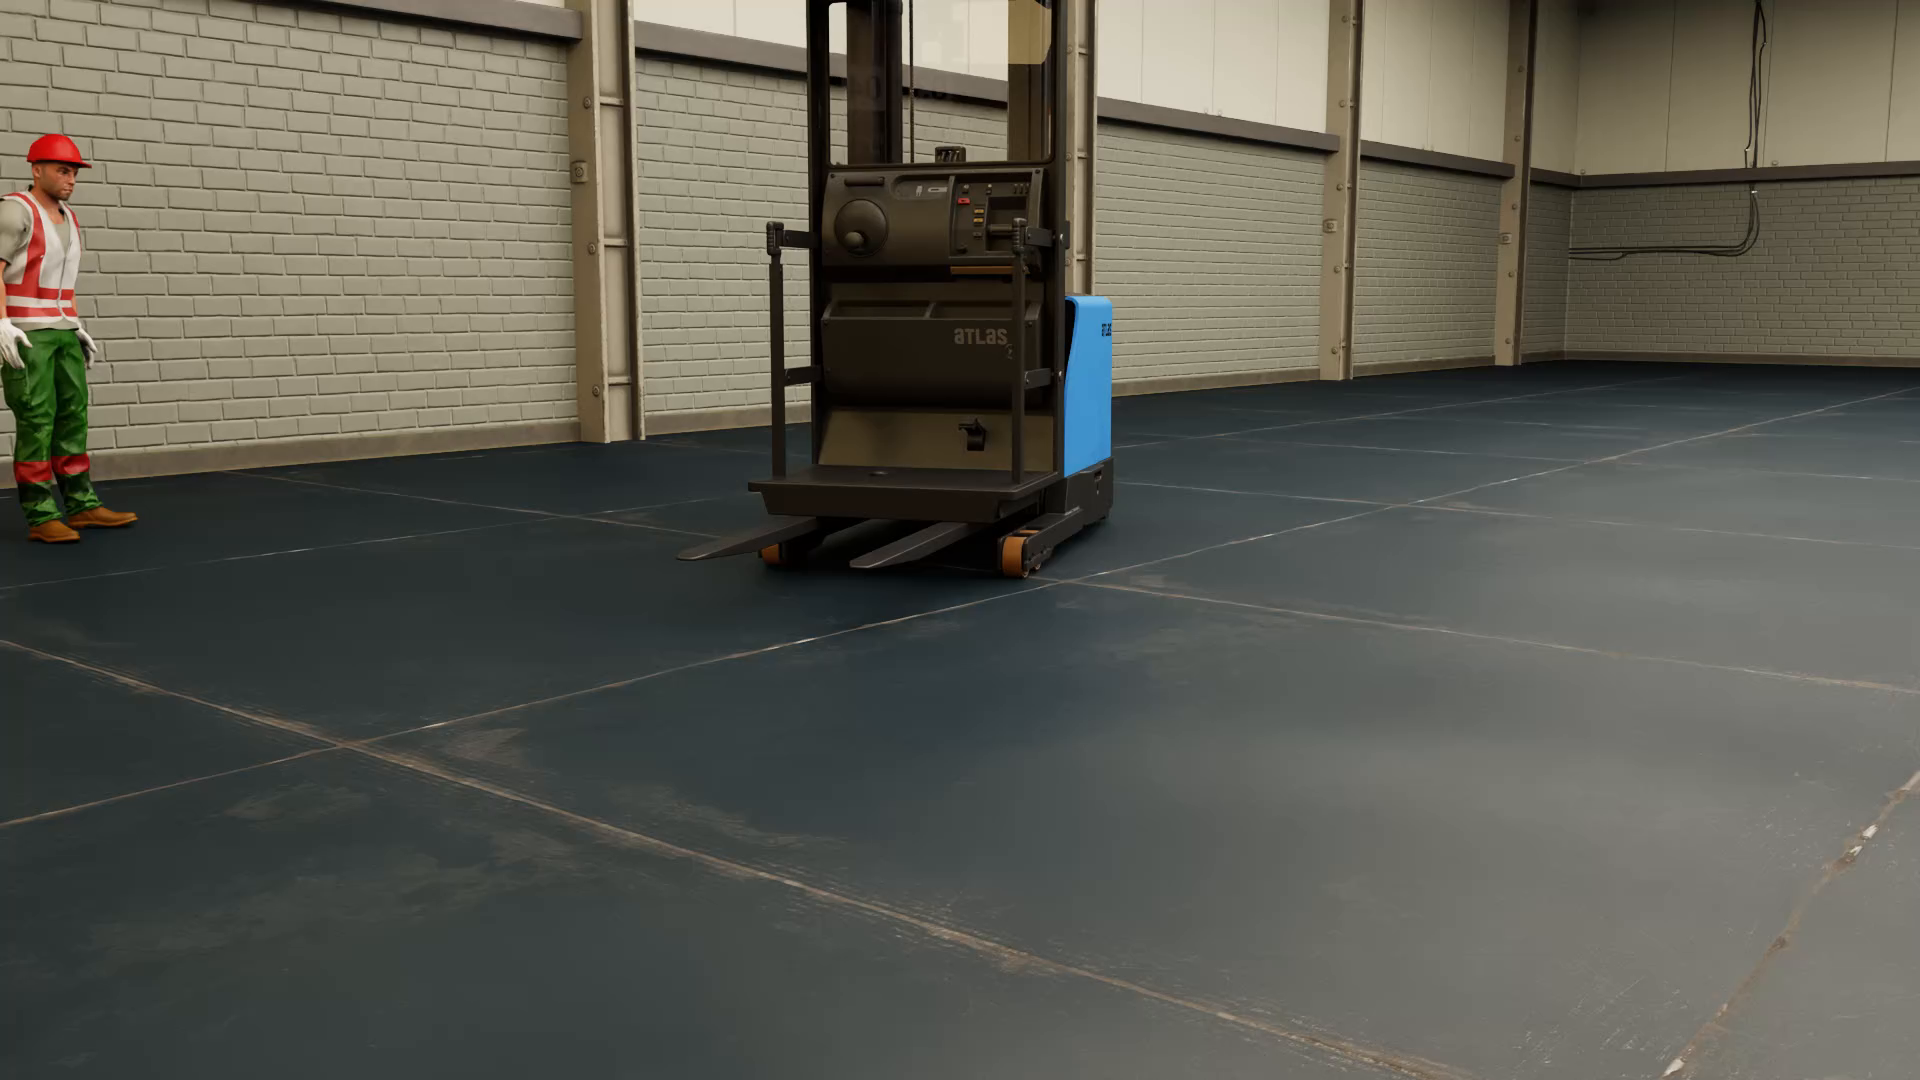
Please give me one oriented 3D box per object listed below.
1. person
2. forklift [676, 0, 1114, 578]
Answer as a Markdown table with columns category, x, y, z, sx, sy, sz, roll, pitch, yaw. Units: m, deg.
| category | x | y | z | sx | sy | sz | roll | pitch | yaw |
| --- | --- | --- | --- | --- | --- | --- | --- | --- | --- |
| person | -4.069 | -0.904 | 7.438 | 0.466 | 1.782 | 0.662 | 1 | 8 | 5 |
| forklift | -0.176 | -1.366 | 6.616 | 1.130 | 2.935 | 3.031 | 3 | 9 | 17 |
